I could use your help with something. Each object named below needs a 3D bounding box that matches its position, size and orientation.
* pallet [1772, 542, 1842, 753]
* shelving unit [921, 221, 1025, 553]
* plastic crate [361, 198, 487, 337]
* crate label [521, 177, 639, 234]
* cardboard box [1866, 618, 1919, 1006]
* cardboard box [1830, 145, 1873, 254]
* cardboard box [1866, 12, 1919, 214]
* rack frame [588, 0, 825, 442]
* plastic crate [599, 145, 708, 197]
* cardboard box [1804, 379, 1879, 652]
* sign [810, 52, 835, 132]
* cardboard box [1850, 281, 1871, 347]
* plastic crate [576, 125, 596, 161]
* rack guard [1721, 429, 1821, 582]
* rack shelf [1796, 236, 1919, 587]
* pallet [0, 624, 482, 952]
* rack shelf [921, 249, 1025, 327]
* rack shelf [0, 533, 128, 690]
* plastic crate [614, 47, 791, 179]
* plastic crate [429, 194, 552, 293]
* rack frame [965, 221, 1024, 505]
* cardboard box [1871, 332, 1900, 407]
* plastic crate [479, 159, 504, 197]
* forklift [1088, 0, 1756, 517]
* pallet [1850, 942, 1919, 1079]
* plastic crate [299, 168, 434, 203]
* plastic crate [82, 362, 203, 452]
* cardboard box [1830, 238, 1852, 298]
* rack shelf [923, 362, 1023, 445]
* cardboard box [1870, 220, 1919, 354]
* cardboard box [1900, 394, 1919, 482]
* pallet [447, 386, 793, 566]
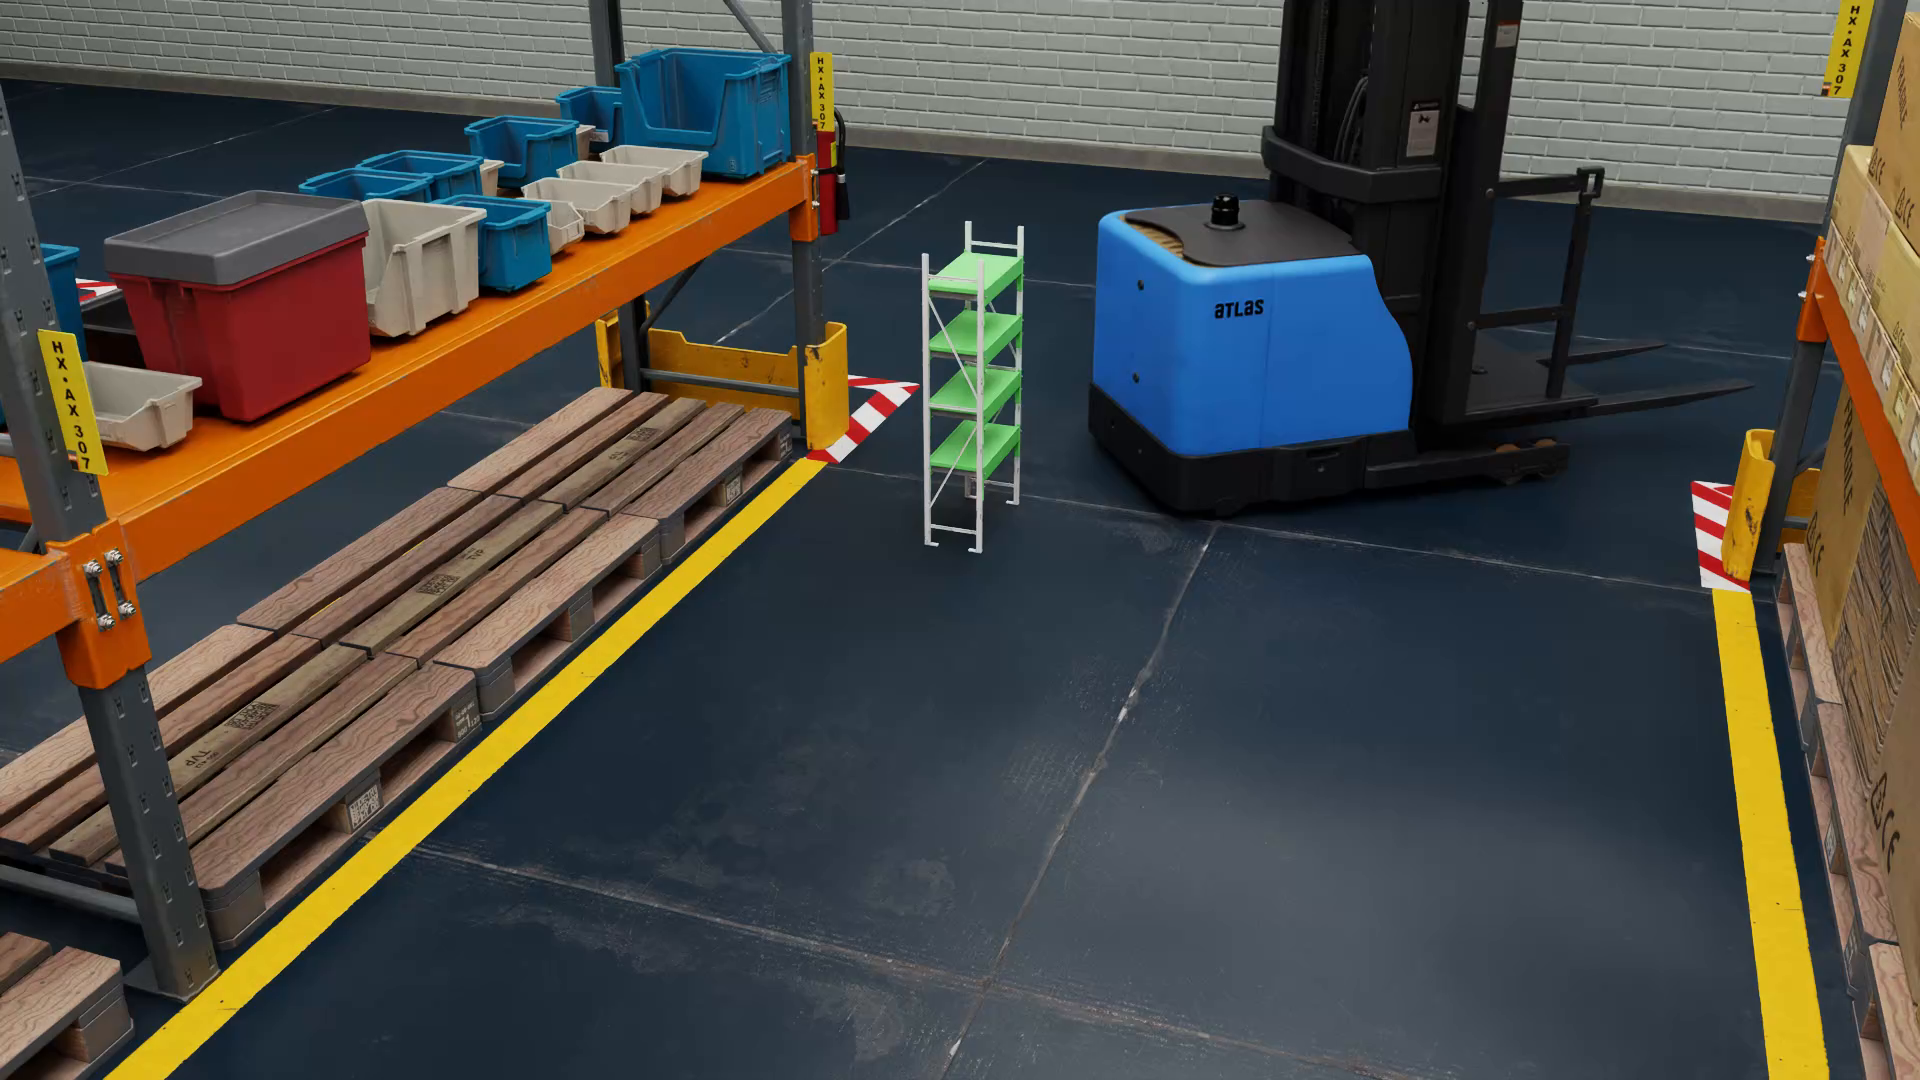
[{"bbox_3d":[3.372,0.418,5.644,1.003,0.211,1.213,9,27,17],"label":"pallet"},{"bbox_3d":[0.055,-0.608,6.629,0.258,1.200,0.503,9,27,17],"label":"shelving unit"},{"bbox_3d":[-1.756,-0.826,5.080,0.437,0.282,0.530,9,27,17],"label":"plastic crate"},{"bbox_3d":[-1.387,-1.207,6.034,0.396,0.136,0.243,9,27,17],"label":"crate label"},{"bbox_3d":[2.827,0.605,4.015,0.875,0.875,0.875,9,27,17],"label":"cardboard box"},{"bbox_3d":[3.150,-1.085,5.380,0.500,0.250,0.500,8,27,16],"label":"cardboard box"},{"bbox_3d":[2.983,-1.217,4.792,0.500,0.500,0.500,8,27,16],"label":"cardboard box"},{"bbox_3d":[-1.107,-1.895,7.222,1.000,3.000,0.127,9,27,17],"label":"rack frame"},{"bbox_3d":[-1.207,-1.442,6.520,0.396,0.136,0.243,9,27,17],"label":"plastic crate"},{"bbox_3d":[3.426,-0.135,5.543,0.875,0.875,0.875,9,27,17],"label":"cardboard box"},{"bbox_3d":[-0.583,-1.895,7.035,0.100,0.325,0.005,9,27,17],"label":"sign"},{"bbox_3d":[2.880,-0.647,4.933,0.380,0.149,0.250,8,27,17],"label":"cardboard box"},{"bbox_3d":[-1.684,-1.630,6.908,0.250,0.136,0.298,9,27,17],"label":"plastic crate"},{"bbox_3d":[3.572,-0.062,6.303,1.175,0.500,0.348,9,27,17],"label":"rack guard"},{"bbox_3d":[2.898,-0.031,4.197,1.077,0.370,4.000,9,27,17],"label":"rack shelf"},{"bbox_3d":[-2.230,0.696,5.070,1.003,0.211,1.213,9,27,17],"label":"pallet"},{"bbox_3d":[0.055,-0.983,6.448,0.258,0.148,0.480,9,27,17],"label":"rack shelf"},{"bbox_3d":[-3.103,0.895,2.286,1.077,0.370,4.000,9,27,17],"label":"rack shelf"},{"bbox_3d":[-1.042,-1.773,6.861,0.616,0.435,0.499,9,27,17],"label":"plastic crate"},{"bbox_3d":[-1.548,-0.965,5.425,0.416,0.233,0.300,9,27,17],"label":"plastic crate"},{"bbox_3d":[0.136,-0.708,6.836,0.240,1.200,0.015,9,27,17],"label":"rack frame"},{"bbox_3d":[2.709,-0.437,4.498,0.380,0.149,0.250,8,27,17],"label":"cardboard box"},{"bbox_3d":[-1.910,-1.351,6.332,0.250,0.136,0.298,9,27,17],"label":"plastic crate"},{"bbox_3d":[2.161,-1.779,7.060,3.031,2.935,1.130,-8,27,-16],"label":"forklift"},{"bbox_3d":[2.560,1.421,3.573,1.003,0.211,1.213,9,27,17],"label":"pallet"},{"bbox_3d":[-2.037,-1.128,5.762,0.416,0.233,0.300,9,27,17],"label":"plastic crate"},{"bbox_3d":[-2.148,-0.330,4.223,0.396,0.136,0.243,9,27,17],"label":"plastic crate"},{"bbox_3d":[3.051,-0.860,5.372,0.380,0.149,0.250,8,27,17],"label":"cardboard box"},{"bbox_3d":[0.055,-0.551,6.657,0.258,0.148,0.480,9,27,17],"label":"rack shelf"},{"bbox_3d":[2.812,-0.664,4.511,0.500,0.250,0.500,8,27,16],"label":"cardboard box"},{"bbox_3d":[2.538,-0.225,4.061,0.380,0.149,0.250,9,27,18],"label":"cardboard box"},{"bbox_3d":[-1.418,-0.307,7.141,1.003,0.211,1.213,9,27,17],"label":"pallet"}]
